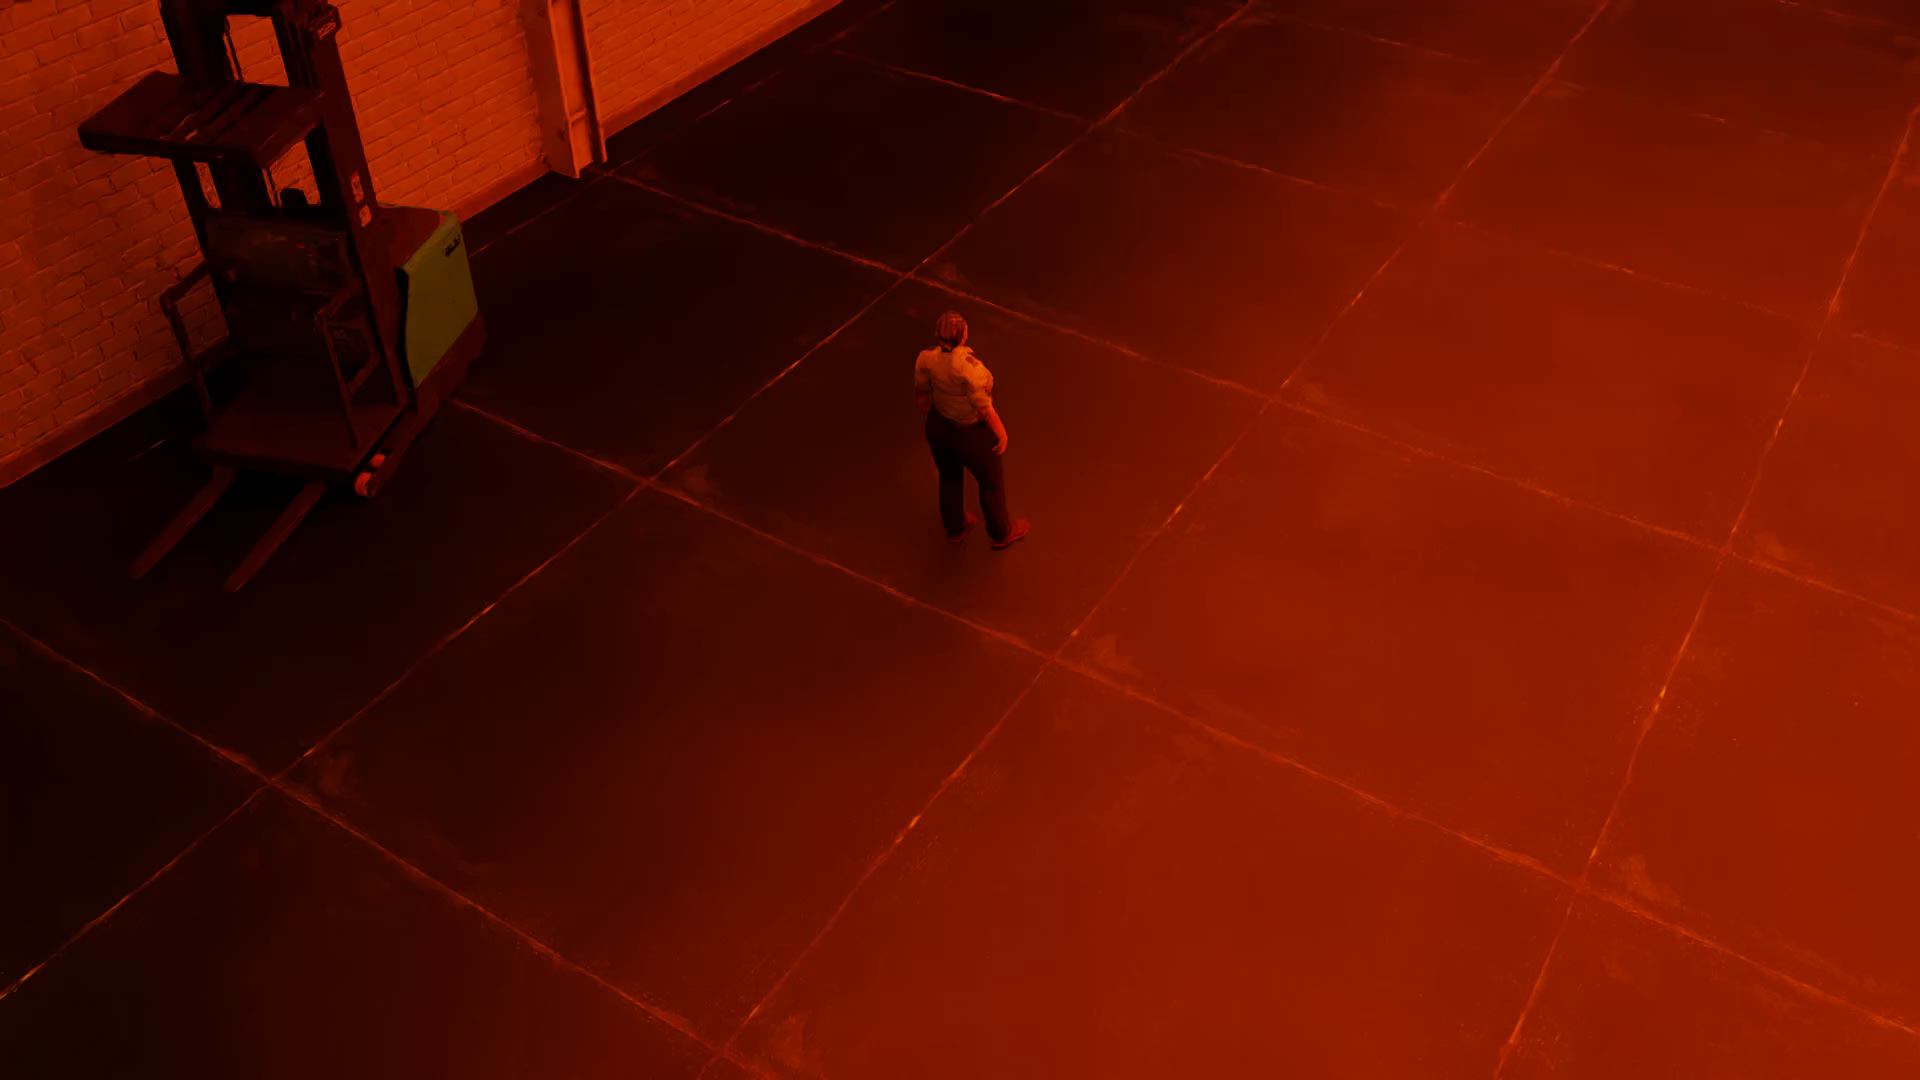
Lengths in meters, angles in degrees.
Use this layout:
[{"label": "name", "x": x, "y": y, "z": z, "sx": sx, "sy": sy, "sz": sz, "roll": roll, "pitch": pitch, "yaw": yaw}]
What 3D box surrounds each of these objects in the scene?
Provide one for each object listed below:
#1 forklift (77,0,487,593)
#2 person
[{"label": "forklift", "x": -4.173, "y": -1.650, "z": 9.914, "sx": 1.130, "sy": 2.935, "sz": 3.031, "roll": 8, "pitch": 41, "yaw": 9}, {"label": "person", "x": 0.067, "y": -0.675, "z": 9.745, "sx": 0.599, "sy": 1.650, "sz": 0.502, "roll": 22, "pitch": 45, "yaw": 24}]
